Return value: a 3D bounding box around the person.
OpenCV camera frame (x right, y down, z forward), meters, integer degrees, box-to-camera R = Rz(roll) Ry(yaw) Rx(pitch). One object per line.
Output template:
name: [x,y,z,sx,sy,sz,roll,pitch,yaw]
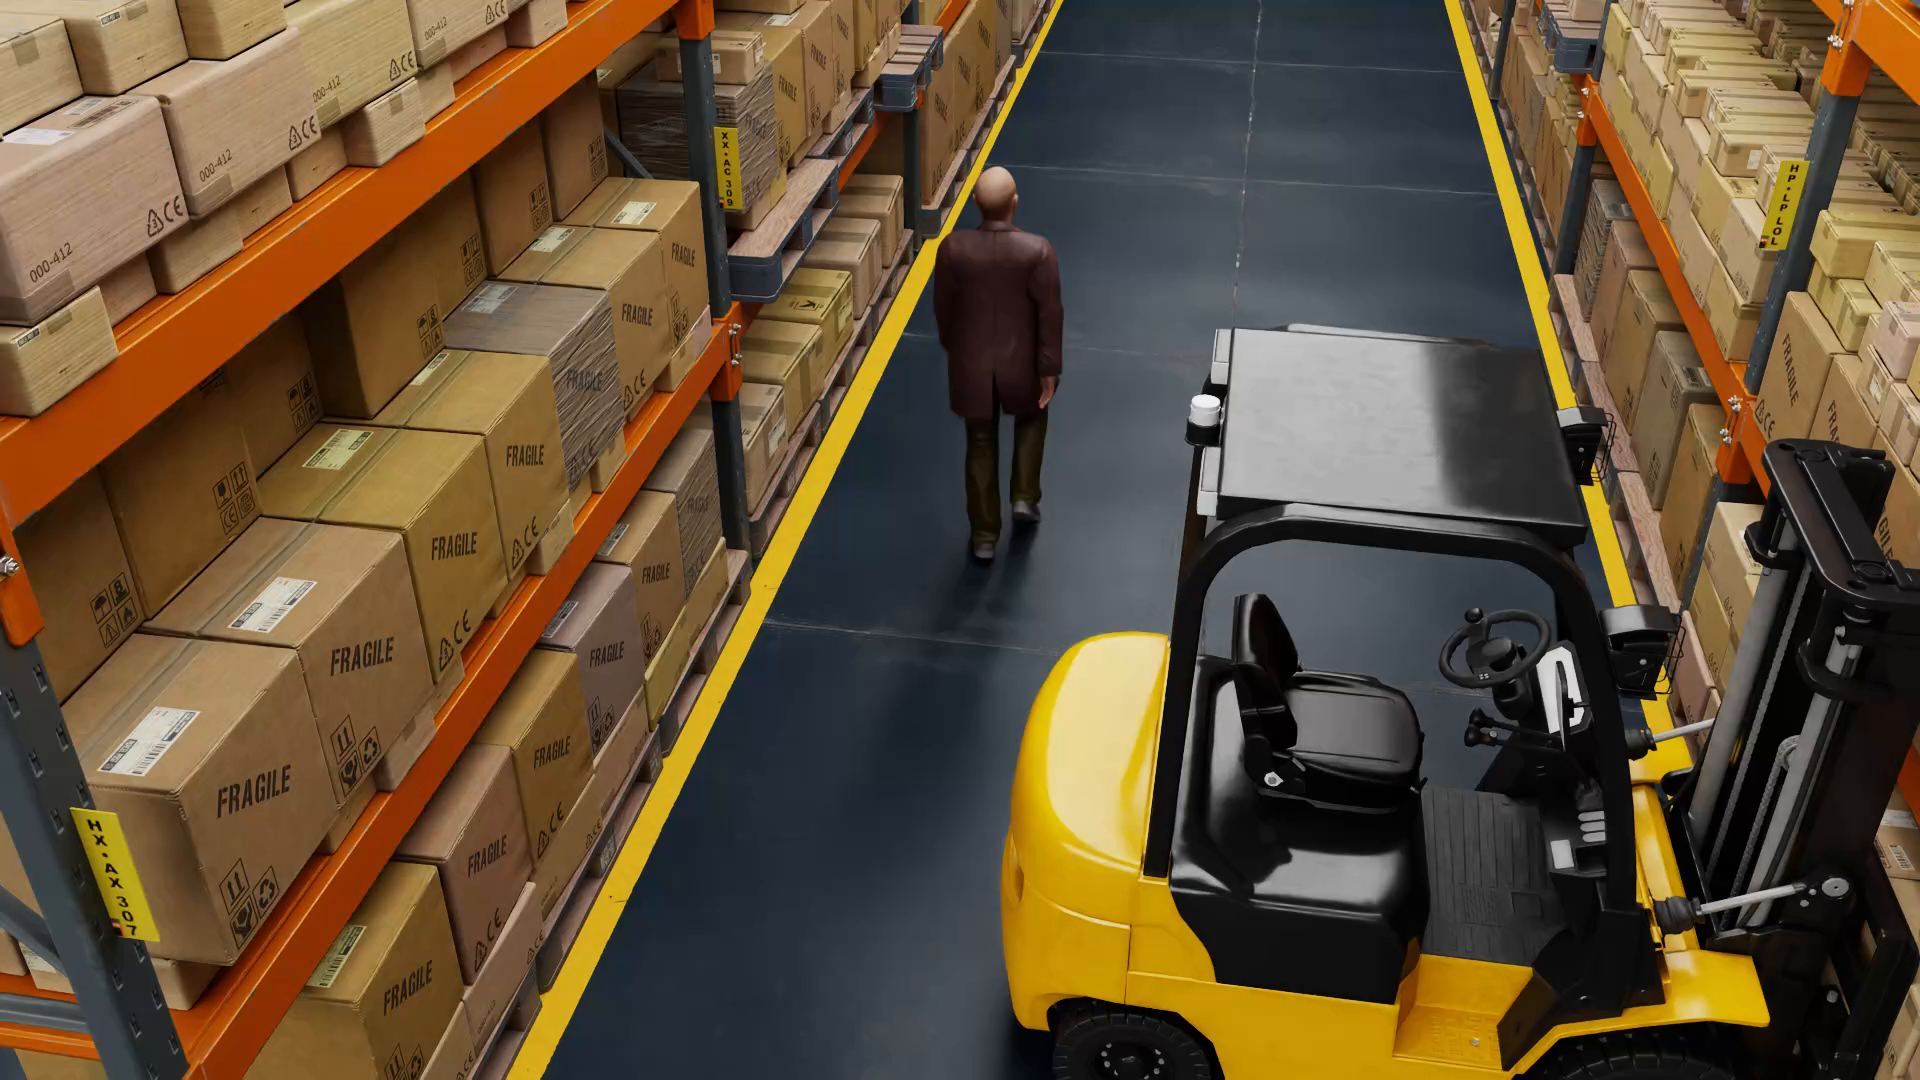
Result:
person: [0.168,-0.759,7.384,0.583,1.843,0.566,3,32,5]
